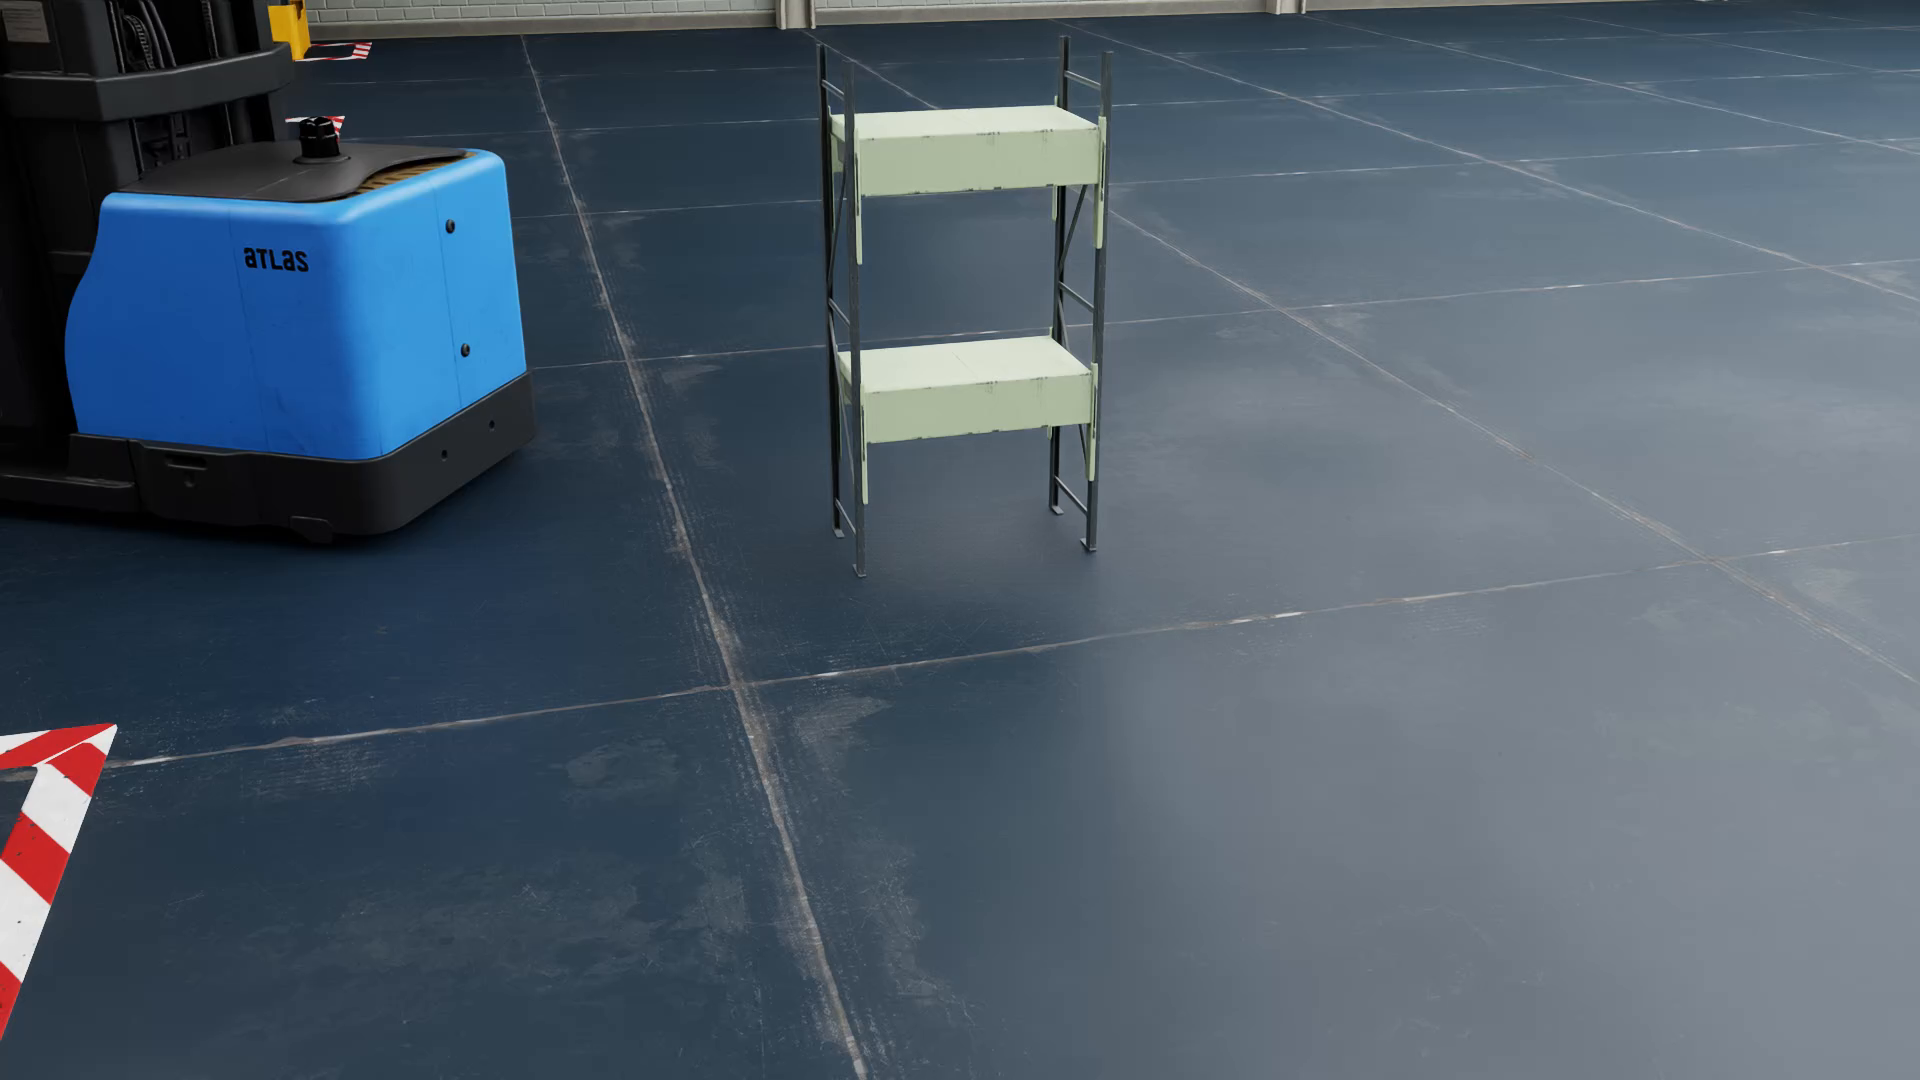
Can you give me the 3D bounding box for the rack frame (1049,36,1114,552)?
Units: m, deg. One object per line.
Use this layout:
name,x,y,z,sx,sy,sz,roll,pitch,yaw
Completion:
rack frame,0.359,-0.729,5.047,0.023,1.500,0.400,-6,24,-14

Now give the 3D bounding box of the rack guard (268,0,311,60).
rack guard,-6.679,-5.076,16.445,0.348,0.500,1.175,-6,24,-14

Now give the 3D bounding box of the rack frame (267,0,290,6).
rack frame,-6.703,-6.222,15.947,0.127,3.000,1.000,-6,24,-14

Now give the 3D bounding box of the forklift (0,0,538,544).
forklift,-3.085,-1.638,5.351,3.031,2.935,1.130,6,24,14

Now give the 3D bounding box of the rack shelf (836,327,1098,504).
rack shelf,0.006,-0.390,5.084,0.720,0.370,0.431,-6,24,-14

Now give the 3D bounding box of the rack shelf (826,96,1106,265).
rack shelf,0.006,-1.049,4.802,0.720,0.370,0.431,-6,24,-14

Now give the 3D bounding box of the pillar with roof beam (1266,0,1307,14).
pillar with roof beam,5.100,-8.891,14.558,0.400,9.000,9.100,-6,24,-14

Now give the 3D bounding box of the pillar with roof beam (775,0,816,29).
pillar with roof beam,-0.677,-8.252,13.069,0.400,9.000,9.100,-6,24,-14

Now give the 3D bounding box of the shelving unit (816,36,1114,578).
shelving unit,0.006,-0.690,4.956,0.755,1.500,0.431,-6,24,-14

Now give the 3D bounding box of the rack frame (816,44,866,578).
rack frame,-0.346,-0.651,4.865,0.023,1.500,0.400,-6,24,-14
